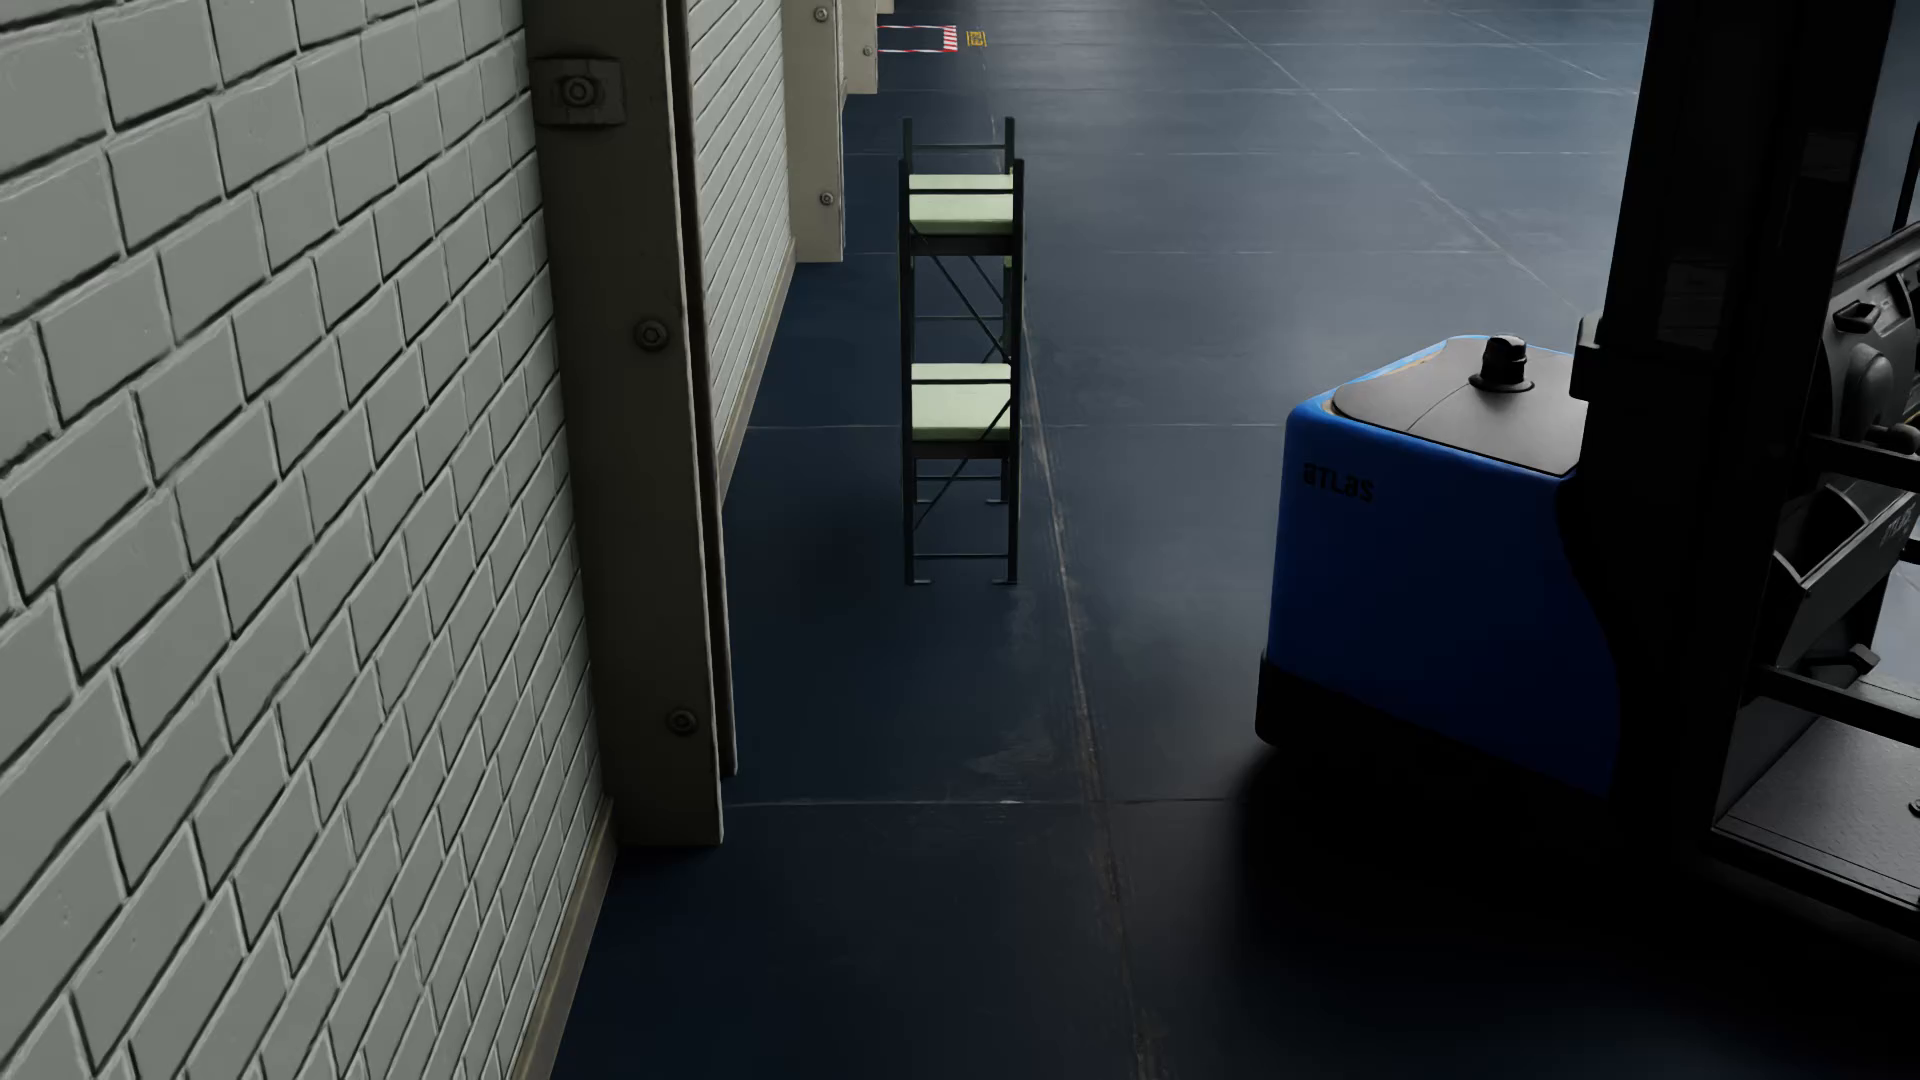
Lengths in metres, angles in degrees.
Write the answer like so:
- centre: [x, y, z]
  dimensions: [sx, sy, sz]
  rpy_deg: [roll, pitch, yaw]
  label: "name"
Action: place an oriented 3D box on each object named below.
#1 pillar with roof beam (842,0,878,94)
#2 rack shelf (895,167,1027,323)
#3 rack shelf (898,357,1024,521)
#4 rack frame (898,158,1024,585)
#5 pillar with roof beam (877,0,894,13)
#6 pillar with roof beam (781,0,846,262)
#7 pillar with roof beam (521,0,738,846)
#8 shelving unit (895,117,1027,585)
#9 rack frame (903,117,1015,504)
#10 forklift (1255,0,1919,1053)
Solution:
- centre: [3.379, -8.330, 13.748]
  dimensions: [9.100, 9.000, 0.400]
  rpy_deg: [0, 24, -1]
  label: "pillar with roof beam"
- centre: [0.000, -1.036, 5.774]
  dimensions: [0.431, 0.370, 0.720]
  rpy_deg: [0, 24, -1]
  label: "rack shelf"
- centre: [0.000, -0.384, 6.069]
  dimensions: [0.431, 0.370, 0.720]
  rpy_deg: [0, 24, -1]
  label: "rack shelf"
- centre: [0.004, -0.530, 5.601]
  dimensions: [0.400, 1.500, 0.023]
  rpy_deg: [0, 24, -1]
  label: "rack frame"
- centre: [3.314, -10.802, 19.214]
  dimensions: [9.100, 9.000, 0.400]
  rpy_deg: [0, 24, -1]
  label: "pillar with roof beam"
- centre: [3.445, -5.858, 8.281]
  dimensions: [9.100, 9.000, 0.400]
  rpy_deg: [0, 24, -1]
  label: "pillar with roof beam"
- centre: [3.510, -3.385, 2.815]
  dimensions: [9.100, 9.000, 0.400]
  rpy_deg: [0, 24, -1]
  label: "pillar with roof beam"
- centre: [0.000, -0.681, 5.935]
  dimensions: [0.431, 1.500, 0.755]
  rpy_deg: [0, 24, -1]
  label: "shelving unit"
- centre: [-0.004, -0.831, 6.268]
  dimensions: [0.400, 1.500, 0.023]
  rpy_deg: [0, 24, -1]
  label: "rack frame"
- centre: [2.270, -0.434, 3.653]
  dimensions: [3.031, 2.935, 1.130]
  rpy_deg: [22, 32, 39]
  label: "forklift"
